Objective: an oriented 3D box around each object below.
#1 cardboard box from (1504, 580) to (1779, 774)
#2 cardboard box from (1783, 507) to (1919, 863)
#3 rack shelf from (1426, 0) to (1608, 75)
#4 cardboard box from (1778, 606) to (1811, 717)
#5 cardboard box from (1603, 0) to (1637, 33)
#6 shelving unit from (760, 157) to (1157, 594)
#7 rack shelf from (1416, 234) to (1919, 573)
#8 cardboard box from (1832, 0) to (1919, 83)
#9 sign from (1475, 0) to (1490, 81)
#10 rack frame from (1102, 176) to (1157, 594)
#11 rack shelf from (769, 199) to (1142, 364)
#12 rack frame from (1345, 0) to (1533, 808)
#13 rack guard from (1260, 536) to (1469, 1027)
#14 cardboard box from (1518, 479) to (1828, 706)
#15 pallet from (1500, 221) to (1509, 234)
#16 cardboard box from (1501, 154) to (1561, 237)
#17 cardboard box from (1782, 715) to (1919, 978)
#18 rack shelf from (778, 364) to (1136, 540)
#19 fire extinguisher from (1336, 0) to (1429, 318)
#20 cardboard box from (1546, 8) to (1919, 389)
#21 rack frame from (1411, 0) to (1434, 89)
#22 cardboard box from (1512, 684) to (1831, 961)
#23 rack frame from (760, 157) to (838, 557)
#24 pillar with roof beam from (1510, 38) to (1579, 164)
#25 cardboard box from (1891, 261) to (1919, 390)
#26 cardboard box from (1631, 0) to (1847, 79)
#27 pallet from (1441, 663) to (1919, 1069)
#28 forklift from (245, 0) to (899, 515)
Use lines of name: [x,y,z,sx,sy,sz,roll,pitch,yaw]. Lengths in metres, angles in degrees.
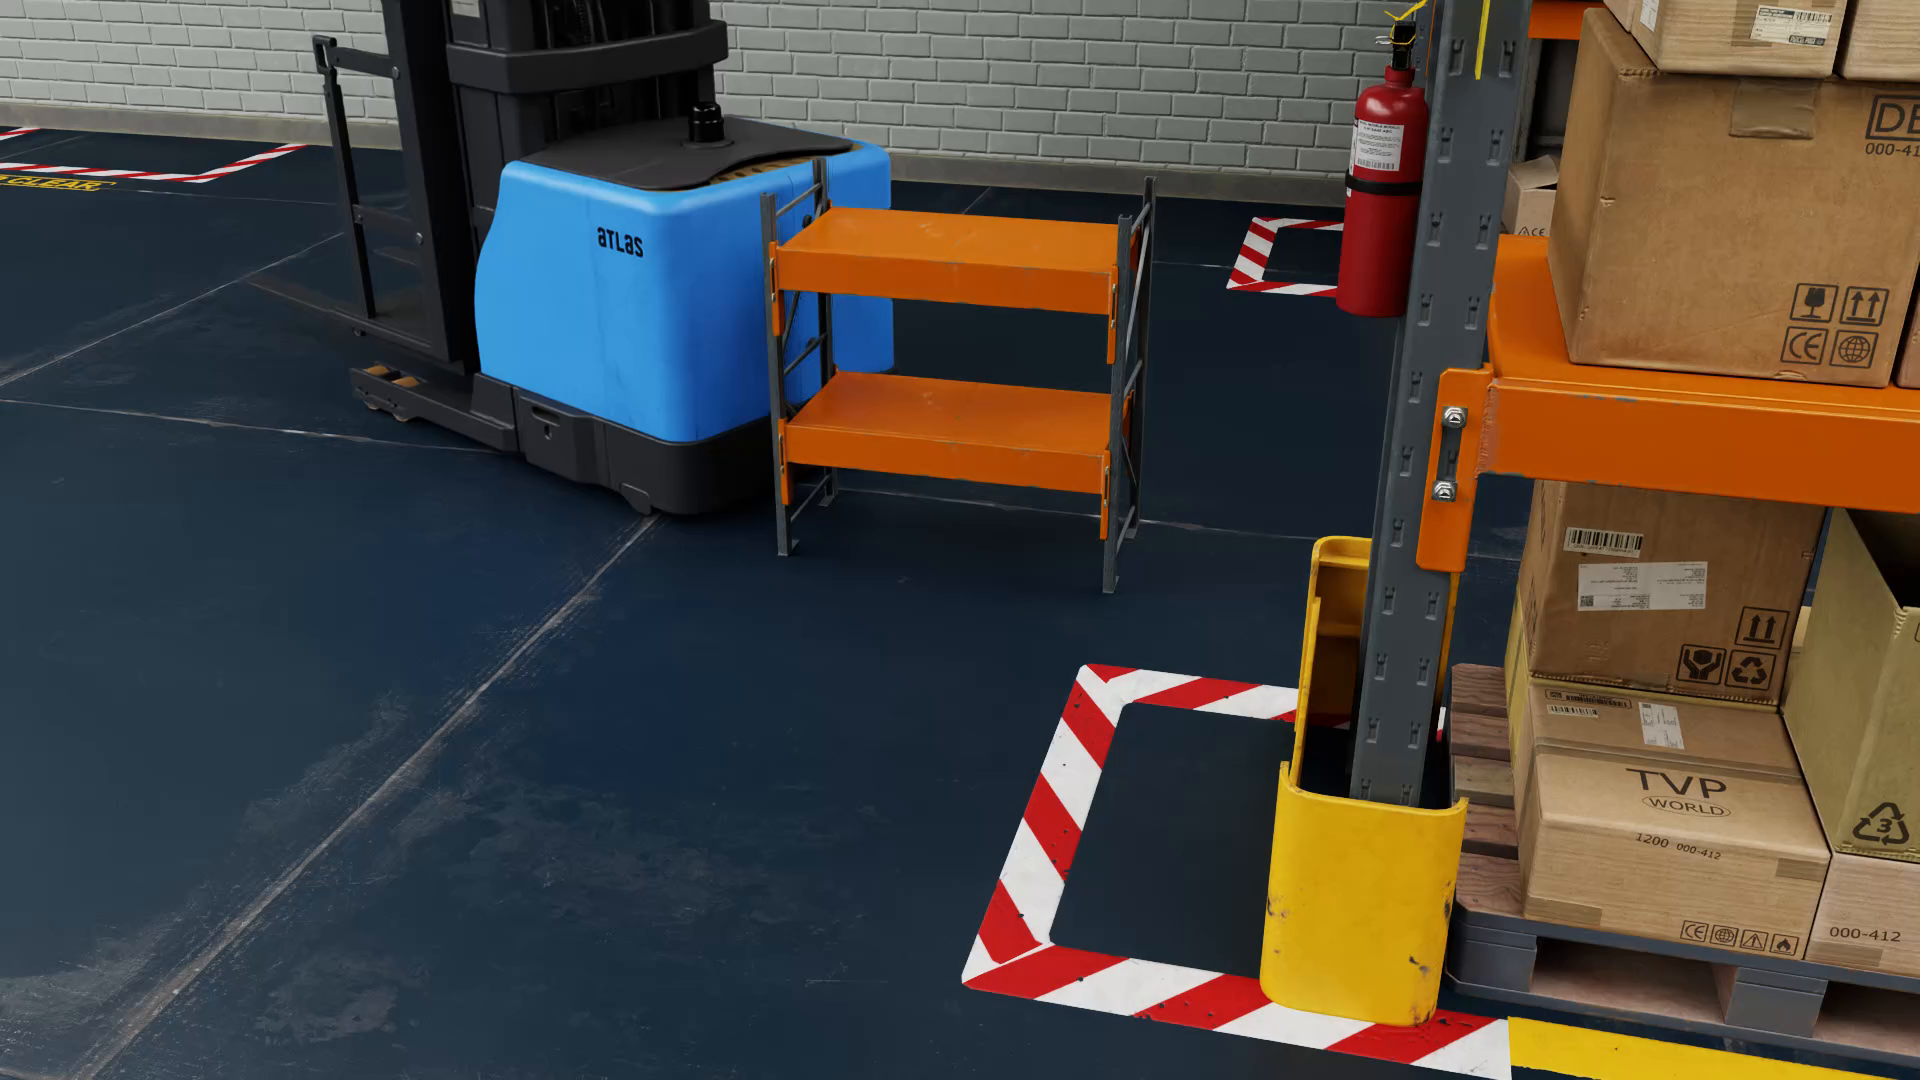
cardboard box: [1.520,0.331,3.775,0.500,0.250,0.500,6,26,13]
cardboard box: [1.876,0.261,3.050,0.500,0.500,0.500,6,26,13]
rack shelf: [4.095,-2.179,7.174,4.000,0.370,1.077,6,26,13]
cardboard box: [2.008,0.380,3.673,0.500,0.250,0.500,6,26,13]
cardboard box: [1.345,-1.031,3.056,0.250,0.149,0.380,6,26,12]
shelving unit: [0.007,-0.507,5.007,1.048,1.125,0.538,6,26,13]
rack shelf: [2.864,-0.116,2.841,4.000,0.370,1.077,6,26,13]
cardboard box: [1.510,-0.834,2.642,0.250,0.149,0.380,6,26,12]
sign: [0.783,-0.851,2.449,0.005,0.325,0.100,6,26,13]
rack frame: [0.499,-0.453,4.892,0.032,1.125,0.500,6,26,13]
rack shelf: [0.007,-0.771,4.881,1.000,0.278,0.538,6,26,13]
rack frame: [0.927,-0.655,3.136,0.127,3.000,1.000,6,26,13]
rack guard: [0.904,0.471,3.679,0.348,0.500,1.175,6,26,13]
cardboard box: [1.521,-0.008,3.615,0.500,0.500,0.500,6,26,13]
pallet: [3.009,-1.349,7.837,1.213,0.211,1.003,6,26,13]
cardboard box: [2.805,-1.591,7.718,0.500,0.311,0.500,3,26,7]
cardboard box: [1.877,0.599,3.213,0.500,0.250,0.500,6,26,13]
rack shelf: [0.007,-0.286,5.112,1.000,0.278,0.538,6,26,13]
fire extinguisher: [0.929,-0.826,3.585,0.183,0.674,0.296,6,26,13]
cardboard box: [1.376,-0.645,2.998,0.500,0.500,0.700,6,26,13]
rack frame: [2.158,-2.718,7.469,0.127,3.000,1.000,6,26,13]
cardboard box: [1.391,0.547,3.322,0.500,0.250,0.500,6,26,13]
rack frame: [-0.486,-0.562,5.121,0.032,1.125,0.500,6,26,13]
pillar with roof beam: [1.979,-3.919,3.014,0.400,9.000,9.100,6,26,13]
cardboard box: [1.886,-0.591,2.885,0.500,0.500,0.700,7,26,14]
cardboard box: [1.254,-0.861,2.699,0.250,0.149,0.380,6,26,13]
pallet: [1.678,0.668,3.600,1.213,0.211,1.003,6,26,13]
forklift: [-1.664,-1.912,5.857,3.031,2.935,1.130,20,32,36]
